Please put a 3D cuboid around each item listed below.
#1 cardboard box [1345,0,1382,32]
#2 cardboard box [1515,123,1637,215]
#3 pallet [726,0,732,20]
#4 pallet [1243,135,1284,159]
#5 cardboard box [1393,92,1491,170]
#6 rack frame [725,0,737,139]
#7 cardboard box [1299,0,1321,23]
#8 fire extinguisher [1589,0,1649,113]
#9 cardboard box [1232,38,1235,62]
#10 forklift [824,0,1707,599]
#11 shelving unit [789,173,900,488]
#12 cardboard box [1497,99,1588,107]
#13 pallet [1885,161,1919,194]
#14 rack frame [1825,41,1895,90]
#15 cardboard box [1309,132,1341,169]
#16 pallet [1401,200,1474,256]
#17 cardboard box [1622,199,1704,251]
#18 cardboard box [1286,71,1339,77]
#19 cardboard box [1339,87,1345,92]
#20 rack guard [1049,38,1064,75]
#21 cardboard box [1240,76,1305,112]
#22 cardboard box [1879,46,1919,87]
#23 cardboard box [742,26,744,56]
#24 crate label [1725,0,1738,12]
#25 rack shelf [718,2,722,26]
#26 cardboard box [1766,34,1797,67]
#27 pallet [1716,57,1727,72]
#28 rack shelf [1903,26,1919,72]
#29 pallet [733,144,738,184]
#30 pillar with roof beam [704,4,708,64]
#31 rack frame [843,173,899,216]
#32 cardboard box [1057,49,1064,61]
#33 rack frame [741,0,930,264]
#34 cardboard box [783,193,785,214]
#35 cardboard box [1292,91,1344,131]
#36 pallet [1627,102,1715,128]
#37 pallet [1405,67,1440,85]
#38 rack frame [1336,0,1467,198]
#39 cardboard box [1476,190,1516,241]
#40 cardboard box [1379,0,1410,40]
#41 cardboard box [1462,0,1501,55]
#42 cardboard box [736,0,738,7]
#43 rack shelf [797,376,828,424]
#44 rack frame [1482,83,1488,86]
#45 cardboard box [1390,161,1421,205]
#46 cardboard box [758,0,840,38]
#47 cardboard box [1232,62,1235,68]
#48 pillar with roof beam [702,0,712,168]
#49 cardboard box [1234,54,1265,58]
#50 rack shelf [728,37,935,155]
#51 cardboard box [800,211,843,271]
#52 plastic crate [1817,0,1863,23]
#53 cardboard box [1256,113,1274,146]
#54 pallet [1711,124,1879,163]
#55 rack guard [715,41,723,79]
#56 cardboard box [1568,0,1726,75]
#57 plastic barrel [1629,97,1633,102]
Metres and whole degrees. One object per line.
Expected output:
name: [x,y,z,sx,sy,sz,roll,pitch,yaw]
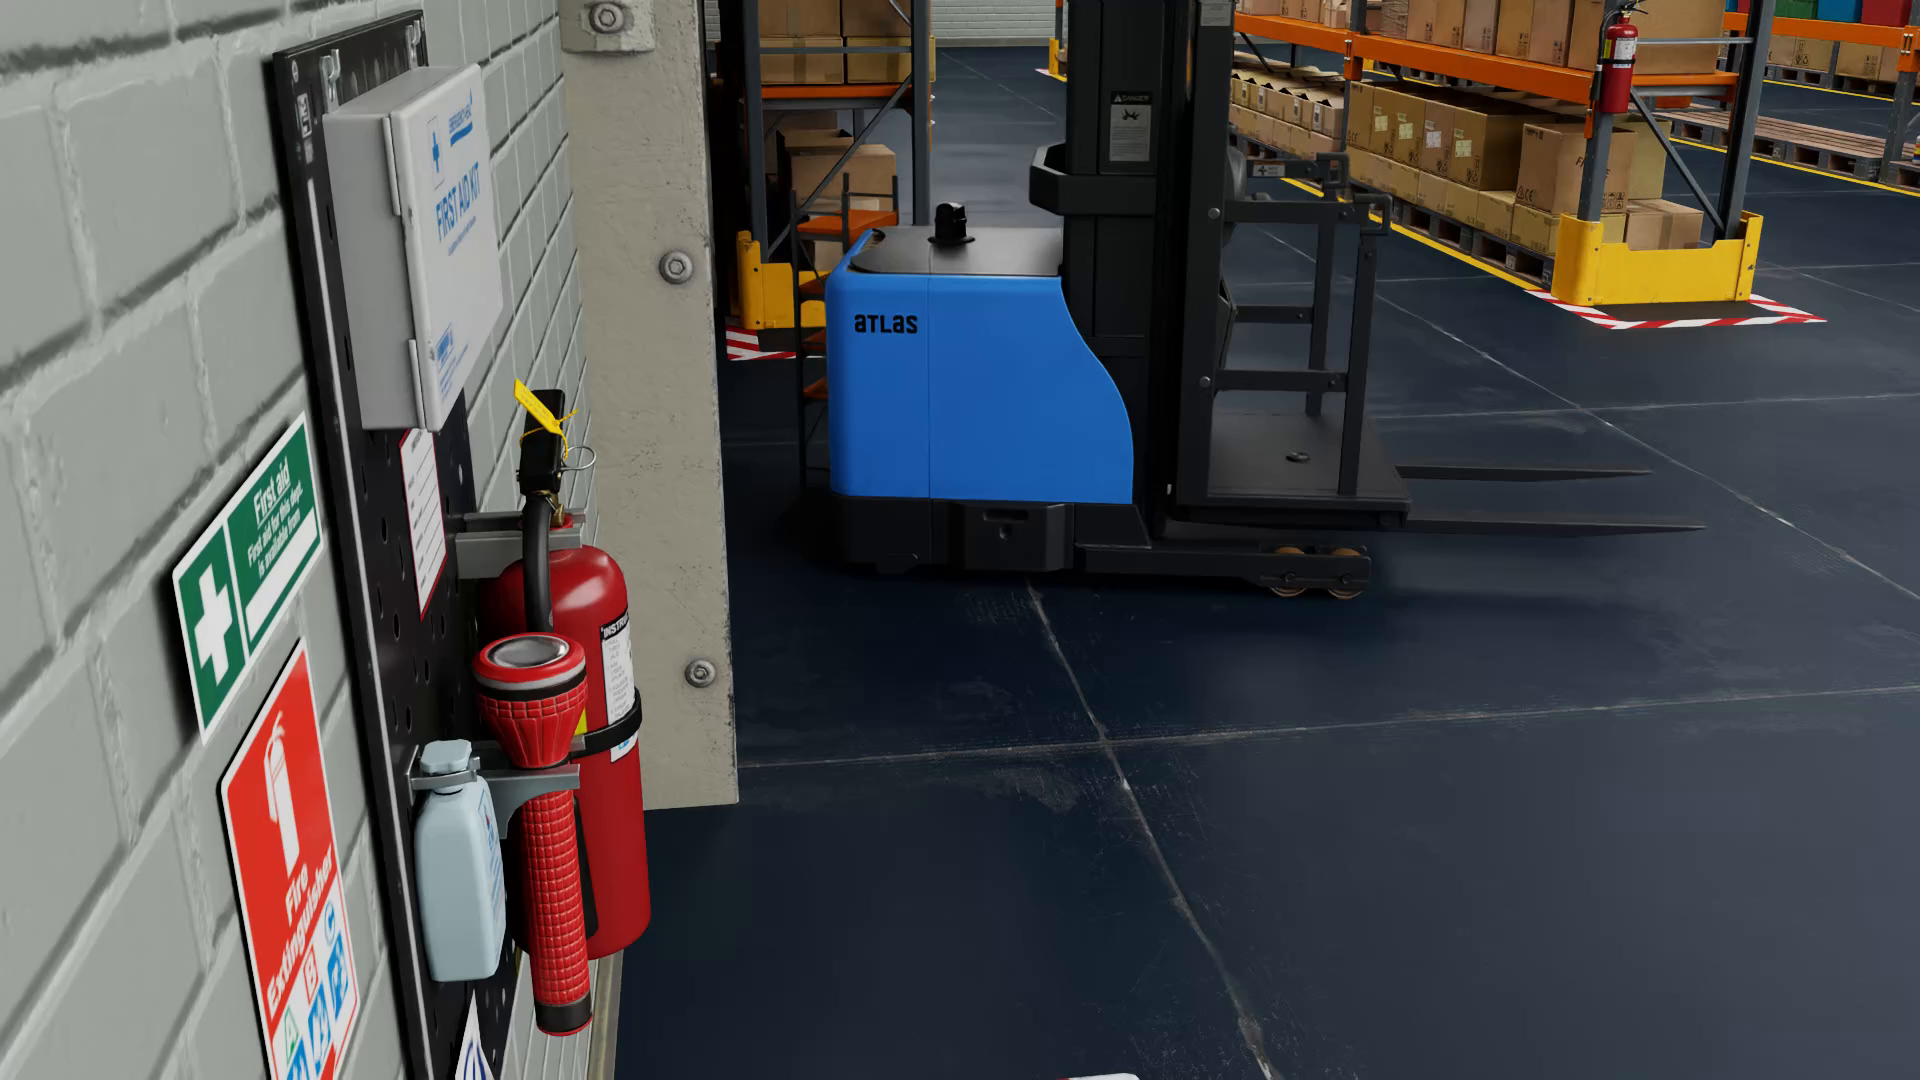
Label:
cardboard box: [3.540,-4.388,13.892,0.500,0.250,0.500,-2,21,-4]
cardboard box: [3.859,-2.336,10.441,0.500,0.500,0.500,-3,21,-8]
pallet: [-1.616,-5.093,15.838,1.213,0.211,1.003,-3,21,-8]
pallet: [3.330,-3.660,15.715,1.003,0.211,1.213,-3,21,-8]
cardboard box: [3.555,-3.027,12.293,0.500,0.500,0.500,-3,21,-8]
rack frame: [-1.824,-5.424,16.451,1.000,3.000,0.127,-3,21,-8]
cardboard box: [3.411,-4.960,15.065,0.500,0.500,0.500,-3,21,-8]
fire extinguisher: [3.788,-2.805,9.549,0.296,0.674,0.183,-3,21,-8]
cardboard box: [2.698,-5.393,18.240,0.500,0.250,0.500,-2,21,-6]
forklift: [1.078,-1.368,5.690,3.031,2.935,1.130,2,21,4]
shelving unit: [-0.451,-0.847,6.768,0.258,1.200,0.503,8,22,20]
cardboard box: [4.160,-2.882,11.902,0.500,0.500,0.500,-3,21,-8]
pallet: [8.612,-2.998,13.941,1.003,0.211,1.213,-3,21,-8]
rack frame: [12.304,-7.558,22.166,1.000,3.000,0.127,-3,21,-8]
cardboard box: [3.307,-3.328,14.168,0.500,0.250,0.500,-3,21,-8]
pallet: [3.906,-2.283,12.027,1.003,0.211,1.213,-3,21,-8]
cardboard box: [4.373,-2.011,10.642,0.500,0.250,0.500,-3,21,-8]
cardboard box: [3.478,-4.498,16.500,0.500,0.311,0.500,-3,21,-9]
cardboard box: [3.698,-3.970,15.086,0.500,0.311,0.500,-4,21,-10]
rack guard: [1.935,-7.248,24.907,1.175,0.500,0.348,-3,21,-8]
cardboard box: [3.018,-4.292,15.949,0.500,0.311,0.500,-3,21,-9]
cardboard box: [12.546,-6.230,21.045,1.225,0.875,0.875,-4,21,-10]
cardboard box: [-1.168,-3.273,10.878,0.500,0.250,0.500,-3,21,-7]
crate label: [7.855,-5.583,16.825,0.502,0.435,0.616,-3,21,-8]
rack shelf: [-2.689,-7.164,22.139,1.077,0.370,4.000,-3,21,-8]
cardboard box: [12.158,-7.304,23.921,0.875,0.875,0.875,-3,21,-8]
pallet: [11.920,-7.364,25.631,1.003,0.211,1.213,-3,21,-8]
rack shelf: [8.844,-3.509,12.353,1.077,0.370,4.000,-3,21,-8]
pallet: [-1.540,-3.426,15.086,1.003,0.211,1.213,-3,21,-8]
pillar with roof beam: [0.038,-12.112,25.785,9.100,9.000,0.400,-3,21,-8]
rack frame: [-0.363,-0.927,6.981,0.240,1.200,0.015,8,22,20]
cardboard box: [1.644,-7.153,24.527,0.380,0.149,0.250,-3,21,-8]
rack frame: [-0.671,-2.654,9.035,1.000,3.000,0.127,-3,21,-8]
cardboard box: [-1.037,-2.355,11.680,0.380,0.149,0.250,-5,21,-12]
cardboard box: [3.231,-3.767,14.543,0.500,0.311,0.500,-2,21,-6]
pallet: [7.825,-4.888,19.002,1.003,0.211,1.213,-3,21,-8]
pallet: [7.079,-6.678,23.795,1.003,0.211,1.213,-3,21,-8]
rack frame: [3.654,-4.290,13.416,1.000,3.000,0.127,-3,21,-8]
cardboard box: [3.777,-2.157,11.034,0.500,0.250,0.500,-3,21,-8]
cardboard box: [3.724,-4.184,12.988,0.700,0.500,0.500,-3,21,-9]
cardboard box: [3.950,-3.650,11.559,0.700,0.500,0.500,-2,21,-6]
cardboard box: [-1.386,-4.156,12.171,0.500,0.500,0.500,-3,21,-9]
rack shelf: [-0.450,-0.598,6.860,0.258,0.148,0.480,8,22,20]
rack frame: [7.403,-7.309,21.497,1.000,3.000,0.127,-3,21,-8]
cardboard box: [3.555,-2.676,12.424,0.500,0.250,0.500,-3,21,-8]
cardboard box: [-0.949,-3.097,9.335,0.500,0.500,0.500,-3,21,-8]
cardboard box: [2.710,-5.022,18.319,0.500,0.500,0.500,-2,21,-6]
pillar with roof beam: [1.767,-7.958,14.661,9.100,9.000,0.400,-3,21,-8]
cardboard box: [3.146,-5.237,18.895,0.500,0.500,0.500,-3,21,-8]
rack shelf: [-0.959,-3.010,11.015,1.077,0.370,4.000,-3,21,-8]
cardboard box: [-0.681,-1.845,10.082,0.500,0.311,0.500,-5,21,-14]
plastic crate: [8.089,-4.897,15.064,0.392,0.384,0.575,-3,21,-8]
cardboard box: [3.090,-3.856,15.584,0.500,0.250,0.500,-2,21,-7]
pallet: [8.225,-3.926,16.425,1.003,0.211,1.213,-3,21,-8]
rack guard: [-2.981,-7.031,24.327,1.175,0.500,0.348,-3,21,-8]
cardboard box: [4.176,-3.114,10.124,0.700,0.500,0.500,-3,21,-8]
plastic barrel: [7.722,-5.314,19.113,0.421,0.512,0.421,0,20,0]
